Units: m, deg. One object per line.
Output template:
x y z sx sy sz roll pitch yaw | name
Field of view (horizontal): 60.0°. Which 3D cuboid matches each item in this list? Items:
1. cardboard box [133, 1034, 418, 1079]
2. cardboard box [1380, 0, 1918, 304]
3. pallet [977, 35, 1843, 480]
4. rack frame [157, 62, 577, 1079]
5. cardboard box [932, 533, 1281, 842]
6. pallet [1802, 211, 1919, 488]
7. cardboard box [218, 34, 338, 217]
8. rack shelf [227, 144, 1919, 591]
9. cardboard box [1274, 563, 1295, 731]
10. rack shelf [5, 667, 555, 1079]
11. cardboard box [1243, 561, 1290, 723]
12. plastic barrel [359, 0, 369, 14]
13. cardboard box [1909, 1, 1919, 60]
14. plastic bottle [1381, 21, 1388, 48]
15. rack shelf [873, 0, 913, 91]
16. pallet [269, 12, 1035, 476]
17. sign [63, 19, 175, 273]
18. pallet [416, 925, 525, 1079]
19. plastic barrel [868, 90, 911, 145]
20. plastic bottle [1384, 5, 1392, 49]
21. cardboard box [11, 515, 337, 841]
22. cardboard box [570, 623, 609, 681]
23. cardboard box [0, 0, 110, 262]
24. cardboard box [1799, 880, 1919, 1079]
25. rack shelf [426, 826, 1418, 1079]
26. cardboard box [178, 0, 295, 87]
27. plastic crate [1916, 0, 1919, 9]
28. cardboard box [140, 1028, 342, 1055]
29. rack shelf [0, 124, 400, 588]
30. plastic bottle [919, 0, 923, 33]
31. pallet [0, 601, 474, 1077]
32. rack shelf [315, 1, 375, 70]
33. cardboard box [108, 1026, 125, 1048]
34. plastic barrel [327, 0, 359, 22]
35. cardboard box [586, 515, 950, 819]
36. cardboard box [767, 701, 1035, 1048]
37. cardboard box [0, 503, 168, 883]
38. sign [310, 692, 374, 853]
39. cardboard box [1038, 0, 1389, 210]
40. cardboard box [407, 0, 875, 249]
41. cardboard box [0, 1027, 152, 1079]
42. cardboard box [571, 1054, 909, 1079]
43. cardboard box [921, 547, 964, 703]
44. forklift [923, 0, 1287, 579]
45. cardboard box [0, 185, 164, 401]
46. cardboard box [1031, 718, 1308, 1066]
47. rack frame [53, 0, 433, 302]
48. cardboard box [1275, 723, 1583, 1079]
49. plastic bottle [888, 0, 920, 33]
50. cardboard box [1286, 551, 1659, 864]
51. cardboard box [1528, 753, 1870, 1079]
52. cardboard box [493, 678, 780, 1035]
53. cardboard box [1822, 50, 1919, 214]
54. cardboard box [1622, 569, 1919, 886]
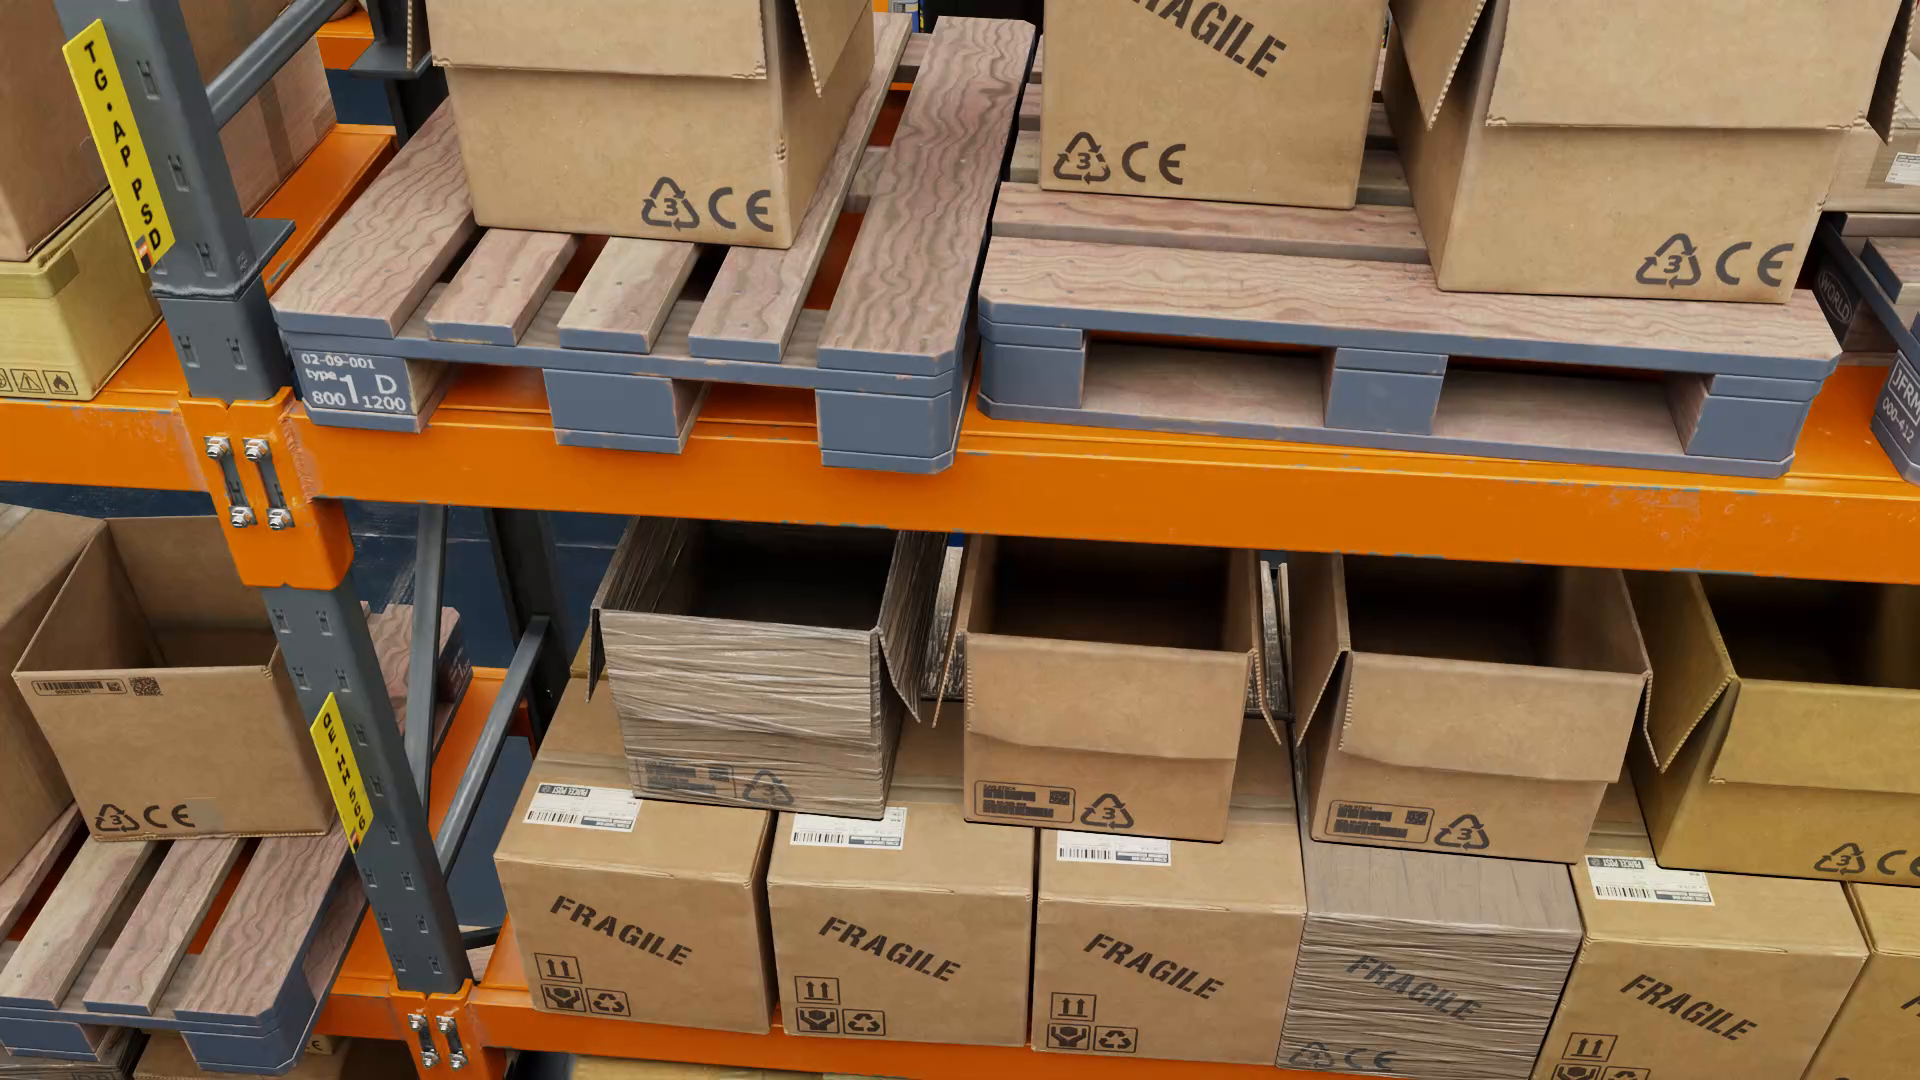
-1.744 1.273 4.441 0.500 0.500 0.700 1 39 1 | cardboard box
0.963 -0.770 2.529 0.637 0.503 0.797 3 39 3 | cardboard box
0.686 -0.531 2.800 1.213 0.211 1.003 5 39 6 | pallet
-1.074 0.498 3.762 0.127 3.000 1.000 3 39 4 | rack frame
0.302 0.158 3.306 0.637 0.503 0.797 4 39 5 | cardboard box
1.993 -0.392 2.631 1.217 0.209 0.805 2 39 2 | pallet
-1.521 -0.793 3.090 0.500 0.250 0.500 4 39 5 | cardboard box
0.918 -0.277 2.908 4.000 0.370 1.077 3 39 4 | rack shelf
0.959 0.416 3.784 0.500 0.500 0.500 4 39 5 | cardboard box
-3.067 0.668 4.123 4.000 0.370 1.077 3 39 4 | rack shelf
0.452 0.388 3.818 0.500 0.500 0.500 2 39 2 | cardboard box
-2.536 -2.634 7.502 0.433 0.535 0.433 0 39 0 | plastic barrel
1.825 -0.692 2.586 0.500 0.311 0.500 2 39 2 | cardboard box
1.799 -2.184 7.214 0.097 0.201 0.097 0 39 0 | plastic bottle
1.345 -2.229 7.682 4.000 0.370 1.077 3 39 4 | rack shelf
-0.428 -0.590 2.872 1.003 0.211 1.213 5 39 6 | pallet
-1.123 -0.524 2.232 0.005 0.325 0.100 3 39 4 | sign
-1.853 1.536 4.695 1.213 0.211 1.003 3 39 4 | pallet
-0.158 -1.922 8.122 0.708 0.830 0.600 3 39 4 | plastic barrel
1.917 -2.224 7.204 0.135 0.276 0.152 3 39 4 | plastic bottle
-1.616 0.292 3.603 0.500 0.500 0.500 -1 39 -2 | cardboard box
-0.561 0.331 3.889 0.500 0.500 0.500 4 39 5 | cardboard box
-1.571 -0.766 2.464 0.500 0.500 0.500 4 39 5 | cardboard box
1.929 0.792 3.321 0.500 0.500 0.500 4 39 5 | cardboard box
0.918 0.886 3.855 4.000 0.370 1.077 3 39 4 | rack shelf
-1.520 -1.085 2.856 0.500 0.500 0.500 3 39 4 | cardboard box
4.206 -2.241 7.028 0.583 0.464 0.402 3 39 4 | plastic crate
-1.745 0.989 4.197 0.500 0.250 0.500 5 39 6 | cardboard box
-3.067 -0.495 3.176 4.000 0.370 1.077 3 39 4 | rack shelf
-0.131 -2.316 7.322 0.097 0.271 0.097 0 39 0 | plastic bottle
-1.794 0.601 3.788 1.003 0.211 1.213 3 39 4 | pallet
-2.640 -2.447 7.950 4.000 0.370 1.077 3 39 4 | rack shelf
-2.274 0.966 4.224 0.500 0.250 0.500 7 40 9 | cardboard box
-2.967 -2.657 7.531 0.433 0.535 0.433 0 39 0 | plastic barrel
-0.347 0.120 3.352 0.637 0.503 0.797 4 39 5 | cardboard box
-0.100 0.684 3.455 0.500 0.500 0.500 2 39 3 | cardboard box
-2.181 0.325 3.563 0.500 0.500 0.700 9 40 10 | cardboard box
-1.112 0.422 3.001 0.005 0.325 0.100 3 39 4 | sign
0.407 -0.887 2.676 0.500 0.500 0.500 5 39 6 | cardboard box
-0.460 -0.880 2.664 0.637 0.503 0.797 5 39 6 | cardboard box
-2.297 1.251 4.469 0.500 0.500 0.700 0 39 0 | cardboard box
-0.389 1.210 4.238 0.875 0.875 1.225 1 39 2 | cardboard box
-0.065 0.361 3.851 0.500 0.500 0.500 3 39 3 | cardboard box
0.628 -1.104 5.784 3.031 2.935 1.130 3 39 4 | forklift
-1.569 -0.479 2.704 0.500 0.250 0.500 3 39 4 | cardboard box
0.411 0.709 3.423 0.500 0.500 0.500 2 39 3 | cardboard box
-1.074 -1.828 1.868 0.127 3.000 1.000 3 39 4 | rack frame
0.909 0.738 3.388 0.500 0.500 0.500 3 39 4 | cardboard box
-0.244 -2.342 7.349 0.135 0.276 0.152 3 39 4 | plastic bottle
0.970 0.190 3.266 0.637 0.503 0.797 4 39 5 | cardboard box
1.408 0.768 3.351 0.500 0.500 0.500 3 39 3 | cardboard box
-0.614 0.657 3.487 0.500 0.500 0.500 4 39 5 | cardboard box
1.440 -0.688 2.709 0.250 0.149 0.380 2 39 2 | cardboard box
1.591 0.214 3.237 0.637 0.503 0.797 4 39 4 | cardboard box
